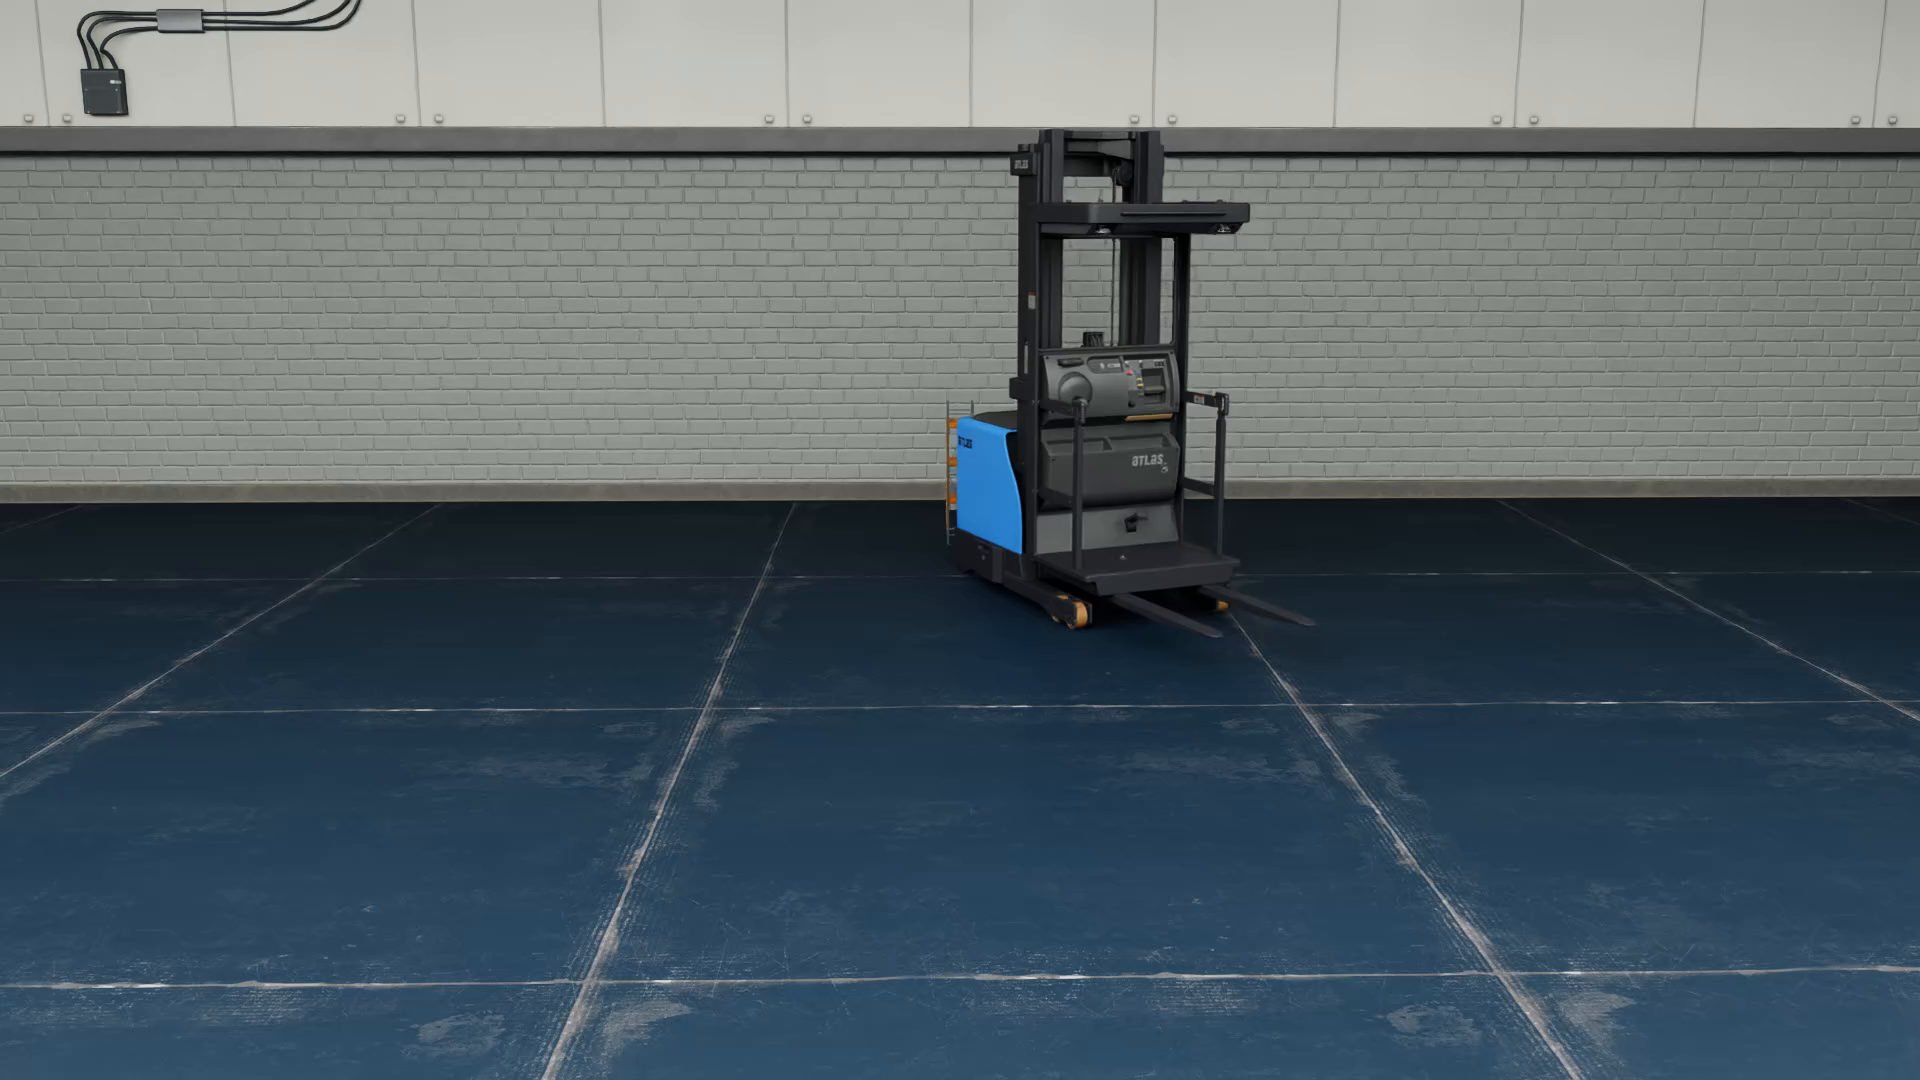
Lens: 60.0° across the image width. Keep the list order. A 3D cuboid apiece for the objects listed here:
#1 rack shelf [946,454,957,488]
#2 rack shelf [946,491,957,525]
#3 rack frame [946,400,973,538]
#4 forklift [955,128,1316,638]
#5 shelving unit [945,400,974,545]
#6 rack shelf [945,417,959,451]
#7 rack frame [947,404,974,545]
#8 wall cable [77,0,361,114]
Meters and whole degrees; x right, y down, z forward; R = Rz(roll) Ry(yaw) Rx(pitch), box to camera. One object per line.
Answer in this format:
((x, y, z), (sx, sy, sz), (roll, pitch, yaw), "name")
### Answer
((0.001, -0.494, 12.404), (0.215, 0.259, 0.240), (0, 11, -1), "rack shelf")
((0.001, -0.221, 12.460), (0.215, 0.259, 0.240), (0, 11, -1), "rack shelf")
((-0.001, -0.528, 12.522), (0.200, 1.050, 0.008), (0, 11, -1), "rack frame")
((1.033, -1.001, 10.124), (1.130, 2.935, 3.031), (-5, 13, -24), "forklift")
((0.001, -0.504, 12.402), (0.215, 1.050, 0.252), (0, 11, -1), "shelving unit")
((0.001, -0.772, 12.348), (0.215, 0.259, 0.240), (0, 11, -1), "rack shelf")
((0.004, -0.480, 12.283), (0.200, 1.050, 0.008), (0, 11, -1), "rack frame")
((-5.904, -6.388, 12.861), (2.305, 6.003, 0.169), (0, 11, -1), "wall cable")
